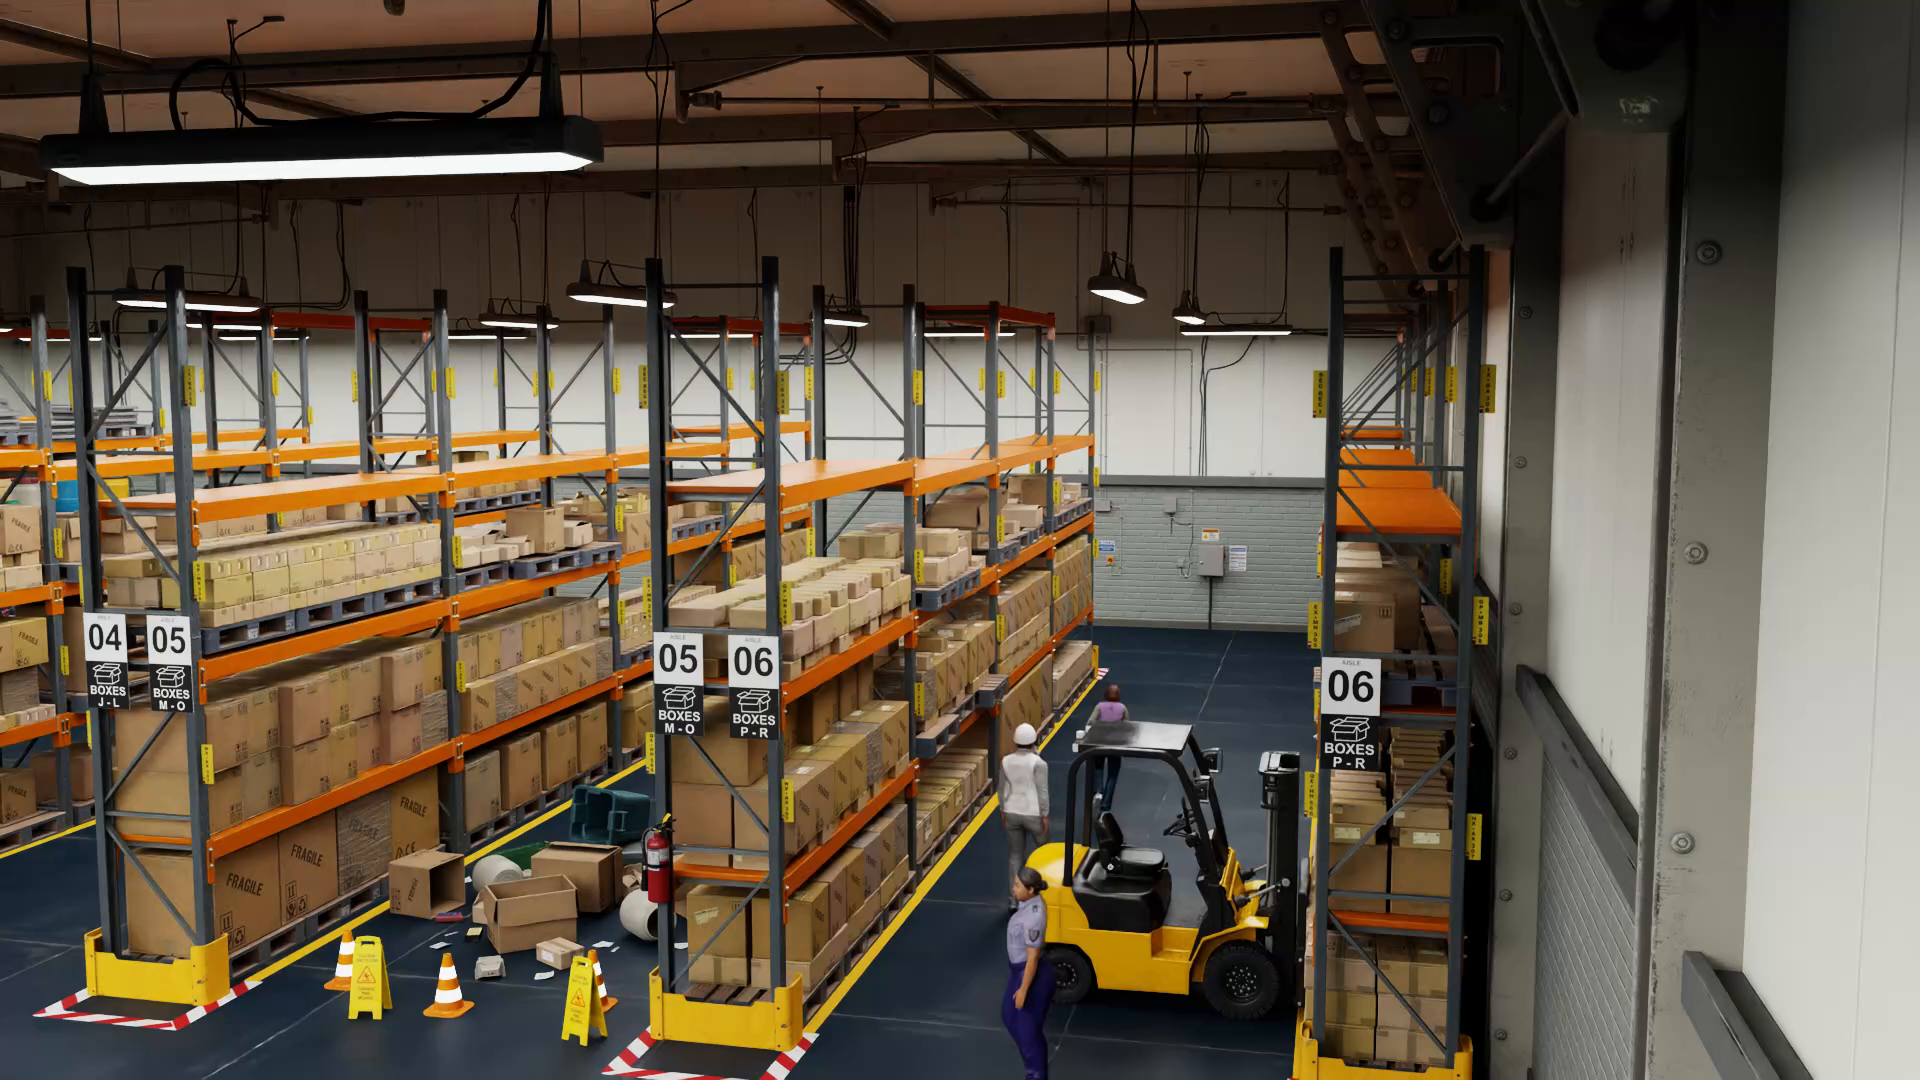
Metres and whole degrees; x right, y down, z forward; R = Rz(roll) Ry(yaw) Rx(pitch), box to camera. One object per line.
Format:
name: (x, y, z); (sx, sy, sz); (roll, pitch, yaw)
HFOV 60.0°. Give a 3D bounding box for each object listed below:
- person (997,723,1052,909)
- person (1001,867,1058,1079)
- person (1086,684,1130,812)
person: (0.619, 2.655, 16.076); (0.570, 1.764, 0.541); (3, 6, 26)
person: (0.495, 3.191, 11.872); (0.398, 1.705, 0.528); (0, 6, 1)
person: (1.742, 2.447, 19.589); (0.509, 1.502, 0.751); (2, 6, 15)
